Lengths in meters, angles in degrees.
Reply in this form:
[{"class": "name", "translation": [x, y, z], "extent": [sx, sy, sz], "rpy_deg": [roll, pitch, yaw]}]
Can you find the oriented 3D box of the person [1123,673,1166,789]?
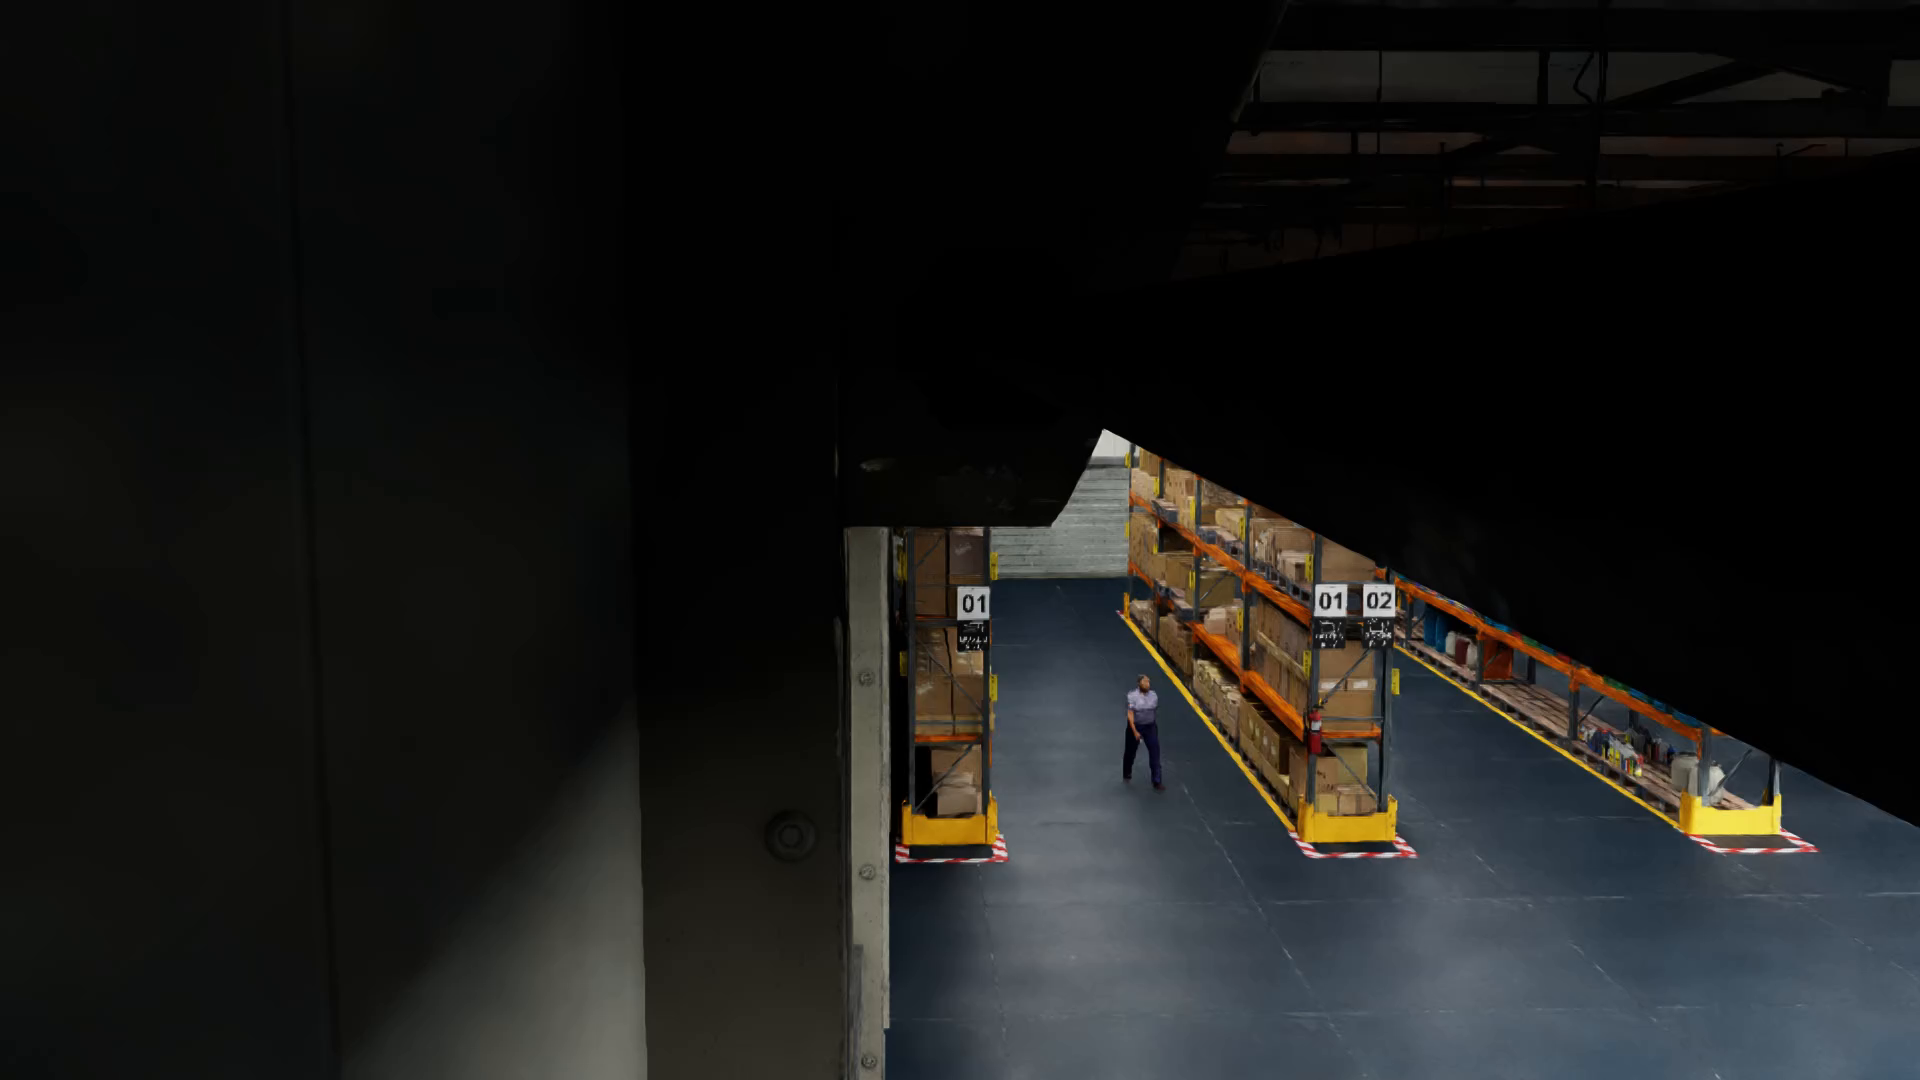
[{"class": "person", "translation": [2.510, 2.611, 22.942], "extent": [0.478, 1.567, 0.982], "rpy_deg": [-1, 7, -10]}]
